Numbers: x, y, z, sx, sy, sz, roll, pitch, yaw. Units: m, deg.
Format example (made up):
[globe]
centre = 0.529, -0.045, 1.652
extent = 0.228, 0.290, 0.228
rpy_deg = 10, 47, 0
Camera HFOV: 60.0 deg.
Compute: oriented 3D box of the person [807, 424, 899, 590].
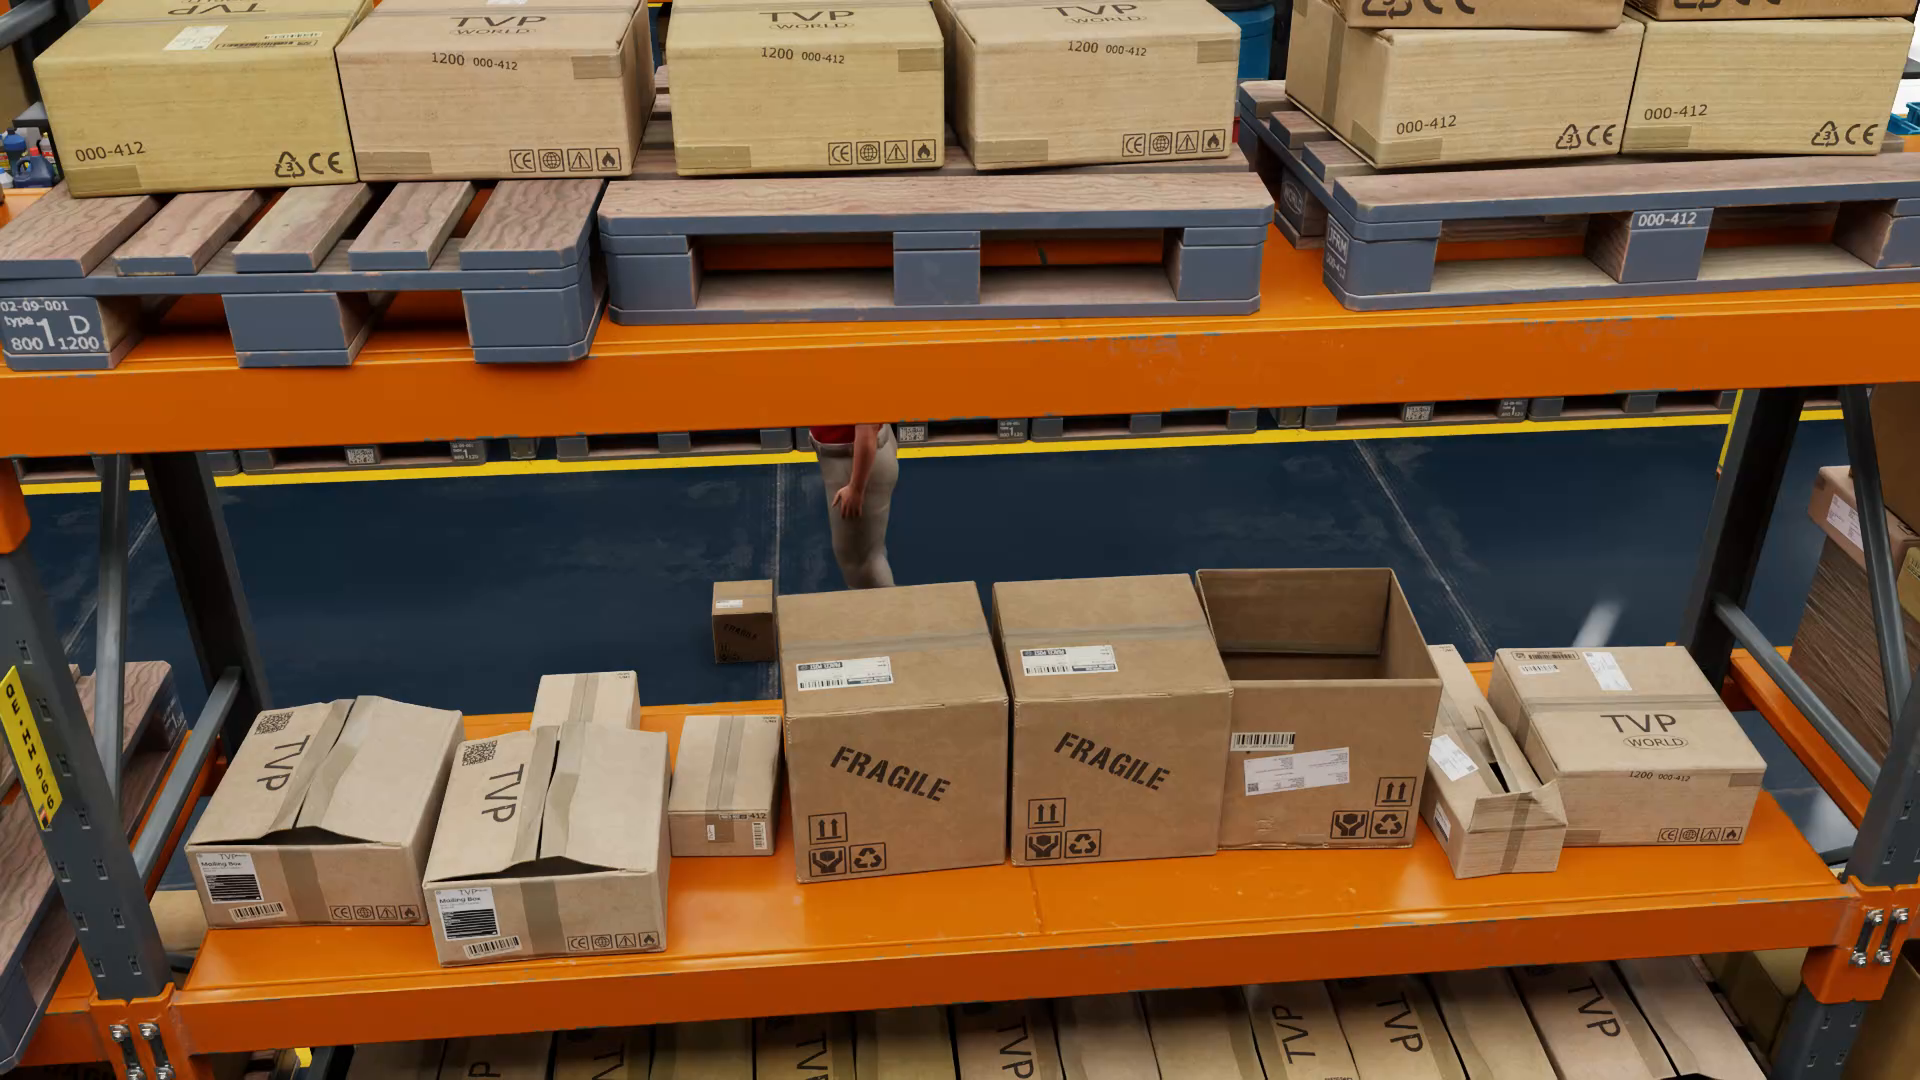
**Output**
[person]
centre = -0.427, -0.295, 6.670
extent = 0.360, 1.743, 0.526
rpy_deg = -2, 31, -3
